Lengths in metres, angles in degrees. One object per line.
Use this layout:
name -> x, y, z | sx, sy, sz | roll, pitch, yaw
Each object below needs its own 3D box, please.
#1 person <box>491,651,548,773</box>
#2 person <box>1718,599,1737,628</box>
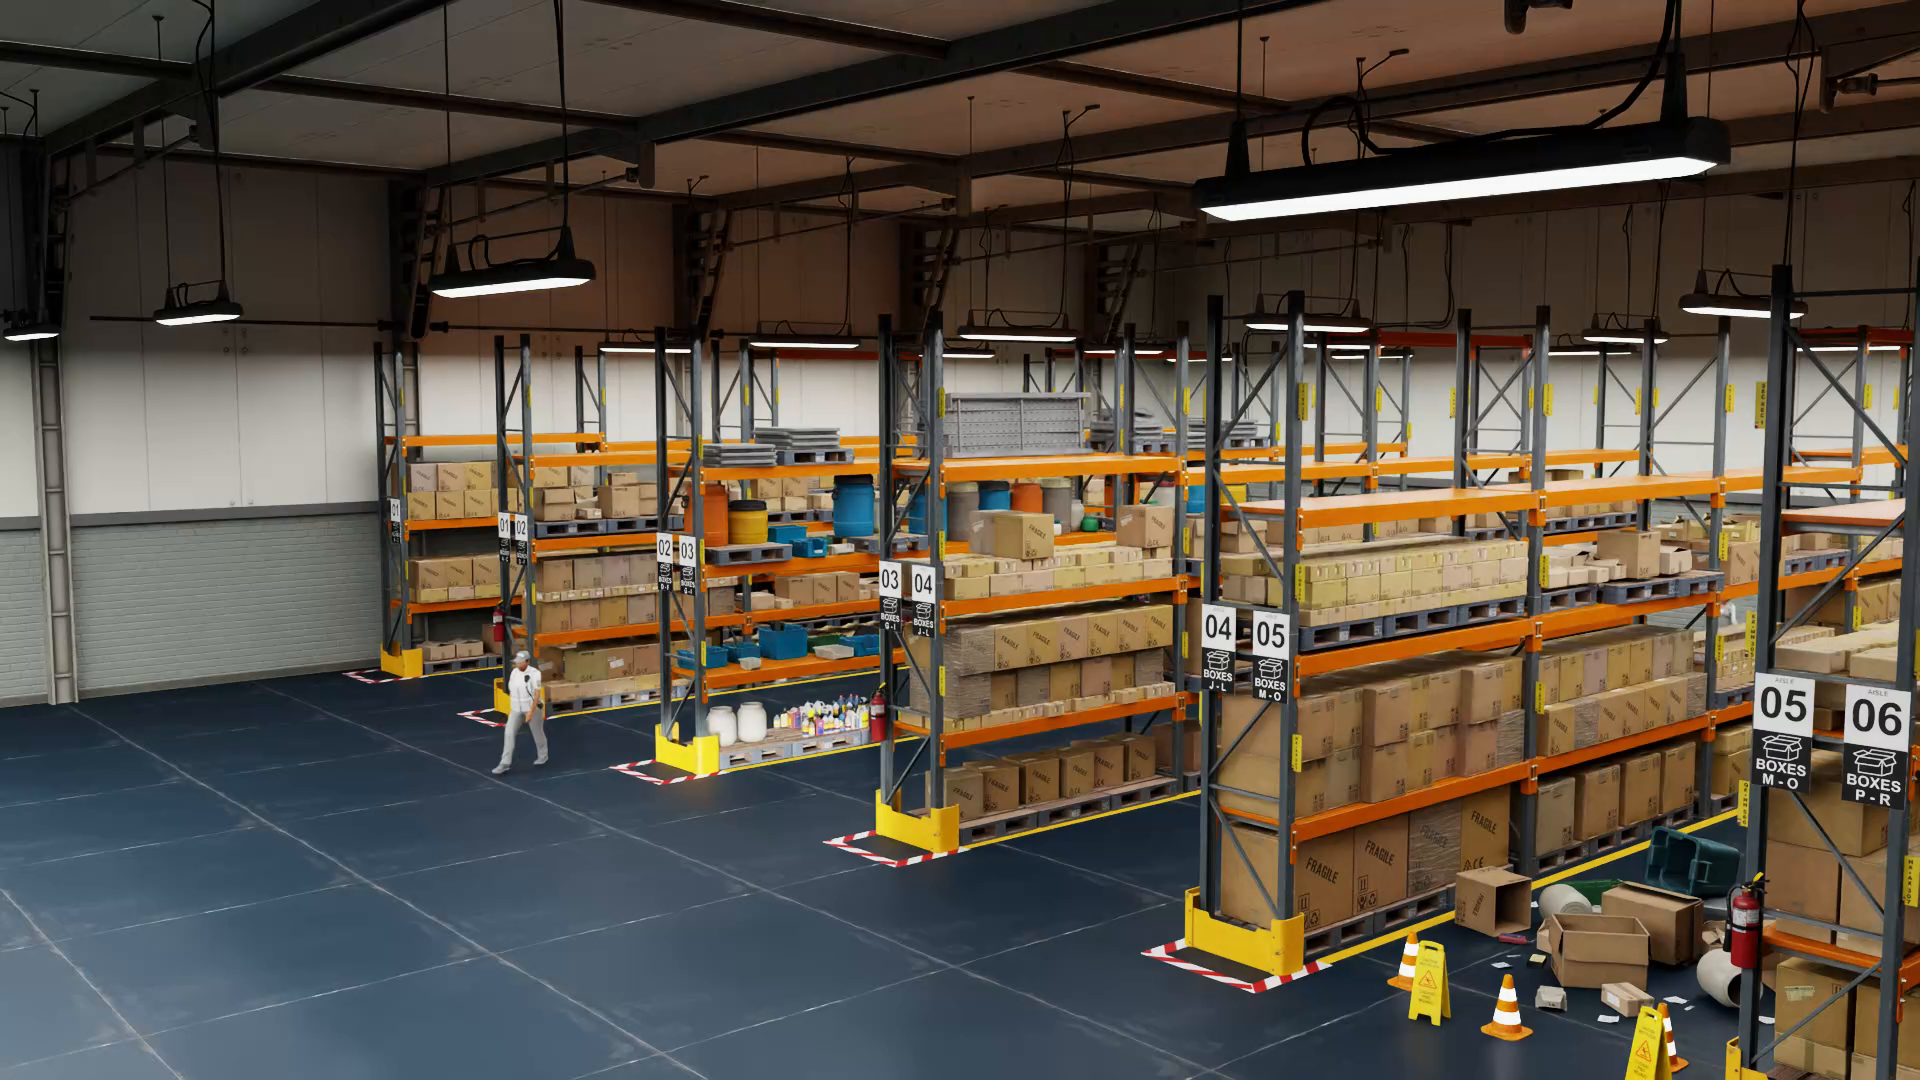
person -> -5.918, 2.292, 22.483 | 0.528, 1.610, 0.957 | 1, 5, 10
person -> 13.705, 1.664, 29.805 | 0.415, 1.540, 0.899 | 3, 6, 34
